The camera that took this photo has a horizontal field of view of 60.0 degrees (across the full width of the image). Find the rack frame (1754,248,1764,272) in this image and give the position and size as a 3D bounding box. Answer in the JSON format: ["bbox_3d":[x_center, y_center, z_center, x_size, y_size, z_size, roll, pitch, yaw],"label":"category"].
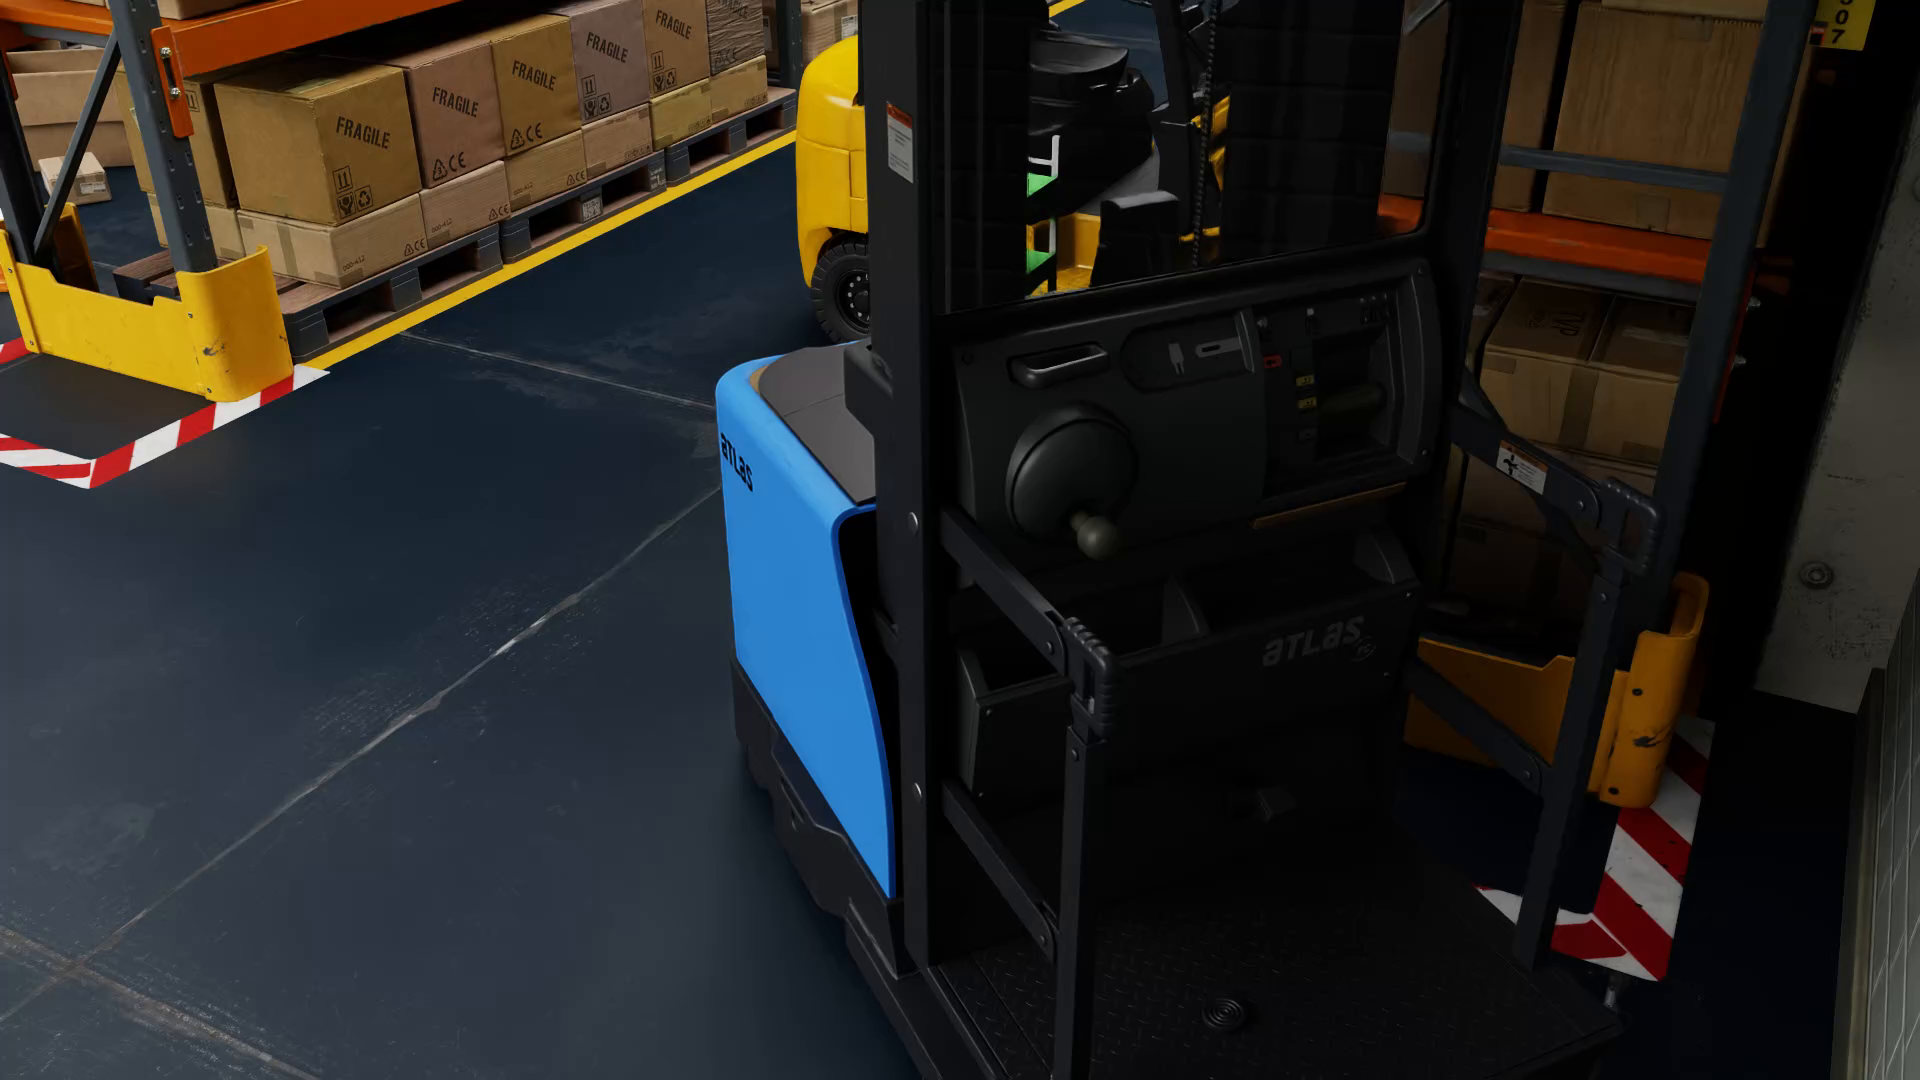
[{"bbox_3d":[3.086,-2.619,6.799,1.000,3.000,0.127,14,33,23],"label":"rack frame"}]

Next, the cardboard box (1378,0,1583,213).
[{"bbox_3d":[1.254,-1.167,4.170,0.500,0.500,0.500,14,33,22],"label":"cardboard box"}]

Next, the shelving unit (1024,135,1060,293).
[{"bbox_3d":[0.075,-0.594,5.079,0.258,1.200,0.503,14,33,23],"label":"shelving unit"}]

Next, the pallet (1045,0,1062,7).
[{"bbox_3d":[0.130,-3.962,11.937,1.003,0.211,1.213,14,33,23],"label":"pallet"}]

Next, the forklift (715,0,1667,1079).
[{"bbox_3d":[0.513,-0.179,2.619,1.130,2.935,3.031,-13,32,-22],"label":"forklift"}]

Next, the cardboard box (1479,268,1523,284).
[{"bbox_3d":[1.423,-0.772,4.918,0.500,0.250,0.500,15,33,24],"label":"cardboard box"}]

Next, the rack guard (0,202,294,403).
[{"bbox_3d":[-3.123,-0.920,6.351,1.175,0.500,0.348,14,33,23],"label":"rack guard"}]

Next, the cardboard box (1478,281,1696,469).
[{"bbox_3d":[1.651,-0.440,4.339,0.500,0.250,0.500,14,33,23],"label":"cardboard box"}]

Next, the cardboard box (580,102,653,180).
[{"bbox_3d":[-1.834,-1.948,7.969,0.500,0.250,0.500,15,33,24],"label":"cardboard box"}]

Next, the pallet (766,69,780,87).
[{"bbox_3d":[-0.982,-2.880,10.053,1.003,0.211,1.213,14,33,23],"label":"pallet"}]

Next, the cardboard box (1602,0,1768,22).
[{"bbox_3d":[1.649,-1.262,3.684,0.380,0.149,0.250,13,32,22],"label":"cardboard box"}]

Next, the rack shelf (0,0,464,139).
[{"bbox_3d":[-2.246,-2.545,7.393,1.077,0.370,4.000,14,33,23],"label":"rack shelf"}]

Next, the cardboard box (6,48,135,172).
[{"bbox_3d":[-4.611,-2.241,8.647,0.797,0.503,0.637,-7,31,-11],"label":"cardboard box"}]

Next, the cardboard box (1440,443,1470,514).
[{"bbox_3d":[1.207,-0.339,4.666,0.500,0.250,0.500,14,33,23],"label":"cardboard box"}]

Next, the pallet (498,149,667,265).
[{"bbox_3d":[-2.164,-1.686,7.974,1.003,0.211,1.213,14,33,23],"label":"pallet"}]

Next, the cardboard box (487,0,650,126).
[{"bbox_3d":[-1.827,-2.283,7.800,0.500,0.500,0.500,16,34,26],"label":"cardboard box"}]

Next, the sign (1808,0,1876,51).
[{"bbox_3d":[1.755,-1.127,3.252,0.100,0.325,0.005,14,33,23],"label":"sign"}]

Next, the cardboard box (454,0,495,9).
[{"bbox_3d":[-2.315,-2.389,7.984,0.500,0.500,0.500,16,34,26],"label":"cardboard box"}]

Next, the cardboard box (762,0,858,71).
[{"bbox_3d":[-1.098,-3.020,9.713,0.950,0.372,0.625,15,33,24],"label":"cardboard box"}]

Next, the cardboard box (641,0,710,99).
[{"bbox_3d":[-1.596,-2.510,8.195,0.500,0.500,0.500,15,33,24],"label":"cardboard box"}]

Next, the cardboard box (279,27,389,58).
[{"bbox_3d":[-2.790,-1.932,7.189,0.500,0.500,0.500,16,33,25],"label":"cardboard box"}]

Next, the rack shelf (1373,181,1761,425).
[{"bbox_3d":[2.174,-1.421,5.435,1.077,0.370,4.000,14,33,23],"label":"rack shelf"}]

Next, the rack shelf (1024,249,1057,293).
[{"bbox_3d":[0.075,-0.746,4.991,0.258,0.148,0.480,14,33,23],"label":"rack shelf"}]

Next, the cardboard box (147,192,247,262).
[{"bbox_3d":[-3.017,-1.390,6.998,0.500,0.250,0.500,14,33,23],"label":"cardboard box"}]

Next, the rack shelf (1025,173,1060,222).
[{"bbox_3d":[0.075,-0.955,4.872,0.258,0.148,0.480,14,33,23],"label":"rack shelf"}]

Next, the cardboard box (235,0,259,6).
[{"bbox_3d":[-2.716,-2.081,6.113,0.380,0.149,0.250,15,33,24],"label":"cardboard box"}]

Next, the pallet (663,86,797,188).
[{"bbox_3d":[-1.609,-2.229,8.919,1.003,0.211,1.213,14,33,23],"label":"pallet"}]

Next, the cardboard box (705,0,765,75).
[{"bbox_3d":[-1.366,-2.736,8.588,0.500,0.500,0.500,14,33,23],"label":"cardboard box"}]

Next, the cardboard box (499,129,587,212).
[{"bbox_3d":[-2.067,-1.725,7.580,0.500,0.250,0.500,17,34,27],"label":"cardboard box"}]

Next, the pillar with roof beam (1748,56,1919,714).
[{"bbox_3d":[-1.450,-4.529,4.100,9.100,9.000,0.400,14,33,23],"label":"pillar with roof beam"}]

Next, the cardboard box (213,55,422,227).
[{"bbox_3d":[-2.533,-1.591,6.595,0.500,0.500,0.500,13,32,22],"label":"cardboard box"}]

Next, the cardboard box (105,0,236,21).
[{"bbox_3d":[-2.818,-1.965,5.912,0.380,0.149,0.250,14,33,23],"label":"cardboard box"}]

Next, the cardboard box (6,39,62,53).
[{"bbox_3d":[-5.581,-2.818,9.653,0.500,0.500,0.500,21,36,32],"label":"cardboard box"}]

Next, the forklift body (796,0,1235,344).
[{"bbox_3d":[0.503,-1.733,6.107,2.313,2.155,1.214,14,33,23],"label":"forklift body"}]

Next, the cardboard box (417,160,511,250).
[{"bbox_3d":[-2.304,-1.480,7.154,0.500,0.250,0.500,16,33,25],"label":"cardboard box"}]

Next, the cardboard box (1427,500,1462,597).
[{"bbox_3d":[1.196,-0.116,4.779,0.500,0.250,0.500,15,33,24],"label":"cardboard box"}]

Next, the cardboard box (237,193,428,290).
[{"bbox_3d":[-2.543,-1.255,6.763,0.500,0.250,0.500,14,33,23],"label":"cardboard box"}]

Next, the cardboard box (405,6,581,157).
[{"bbox_3d":[-2.063,-2.044,7.384,0.500,0.500,0.500,15,33,24],"label":"cardboard box"}]

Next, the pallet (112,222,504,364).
[{"bbox_3d":[-2.721,-1.147,7.036,1.003,0.211,1.213,14,33,23],"label":"pallet"}]

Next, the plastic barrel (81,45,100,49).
[{"bbox_3d":[-4.939,-2.854,9.795,0.421,0.421,0.512,-12,32,-20],"label":"plastic barrel"}]

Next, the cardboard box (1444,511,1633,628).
[{"bbox_3d":[1.661,-0.009,4.594,0.500,0.250,0.500,14,33,23],"label":"cardboard box"}]

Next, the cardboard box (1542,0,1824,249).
[{"bbox_3d":[1.736,-1.046,3.959,0.500,0.500,0.500,15,33,25],"label":"cardboard box"}]

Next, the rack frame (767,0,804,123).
[{"bbox_3d":[-1.335,-3.744,8.757,1.000,3.000,0.127,14,33,23],"label":"rack frame"}]

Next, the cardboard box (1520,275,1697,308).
[{"bbox_3d":[1.875,-0.662,4.726,0.500,0.250,0.500,14,33,23],"label":"cardboard box"}]

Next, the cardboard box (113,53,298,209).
[{"bbox_3d":[-3.024,-1.700,6.784,0.500,0.500,0.500,15,33,24],"label":"cardboard box"}]

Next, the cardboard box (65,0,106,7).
[{"bbox_3d":[-3.177,-2.076,6.105,0.380,0.149,0.250,15,33,25],"label":"cardboard box"}]

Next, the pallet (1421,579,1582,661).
[{"bbox_3d":[1.574,0.014,5.013,1.003,0.211,1.213,14,33,23],"label":"pallet"}]

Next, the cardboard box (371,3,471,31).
[{"bbox_3d":[-2.553,-2.154,7.575,0.500,0.500,0.500,14,33,22],"label":"cardboard box"}]

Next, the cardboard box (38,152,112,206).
[{"bbox_3d":[-4.359,-1.773,8.189,0.250,0.149,0.380,-18,34,-28],"label":"cardboard box"}]

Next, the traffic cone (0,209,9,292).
[{"bbox_3d":[-4.110,-1.354,7.143,0.336,0.463,0.334,14,33,23],"label":"traffic cone"}]

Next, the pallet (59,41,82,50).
[{"bbox_3d":[-6.204,-3.293,10.773,1.003,0.211,1.213,14,33,23],"label":"pallet"}]

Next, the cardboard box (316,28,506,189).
[{"bbox_3d":[-2.299,-1.824,7.000,0.500,0.500,0.500,13,32,21],"label":"cardboard box"}]

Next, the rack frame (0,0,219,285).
[{"bbox_3d":[-3.157,-1.971,5.669,1.000,3.000,0.127,14,33,23],"label":"rack frame"}]

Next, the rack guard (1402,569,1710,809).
[{"bbox_3d":[1.252,0.248,4.315,1.175,0.500,0.348,14,33,23],"label":"rack guard"}]

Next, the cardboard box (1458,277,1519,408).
[{"bbox_3d":[1.195,-0.544,4.521,0.500,0.250,0.500,15,33,25],"label":"cardboard box"}]

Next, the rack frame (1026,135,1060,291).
[{"bbox_3d":[0.187,-0.702,5.267,0.240,1.200,0.015,14,33,23],"label":"rack frame"}]

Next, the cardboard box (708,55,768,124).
[{"bbox_3d":[-1.365,-2.411,8.775,0.500,0.250,0.500,16,33,25],"label":"cardboard box"}]

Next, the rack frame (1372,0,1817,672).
[{"bbox_3d":[1.263,-0.846,3.711,1.000,3.000,0.127,14,33,23],"label":"rack frame"}]

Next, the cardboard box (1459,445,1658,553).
[{"bbox_3d":[1.662,-0.214,4.448,0.500,0.250,0.500,15,33,24],"label":"cardboard box"}]

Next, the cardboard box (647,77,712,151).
[{"bbox_3d":[-1.599,-2.172,8.360,0.500,0.250,0.500,13,32,22],"label":"cardboard box"}]
